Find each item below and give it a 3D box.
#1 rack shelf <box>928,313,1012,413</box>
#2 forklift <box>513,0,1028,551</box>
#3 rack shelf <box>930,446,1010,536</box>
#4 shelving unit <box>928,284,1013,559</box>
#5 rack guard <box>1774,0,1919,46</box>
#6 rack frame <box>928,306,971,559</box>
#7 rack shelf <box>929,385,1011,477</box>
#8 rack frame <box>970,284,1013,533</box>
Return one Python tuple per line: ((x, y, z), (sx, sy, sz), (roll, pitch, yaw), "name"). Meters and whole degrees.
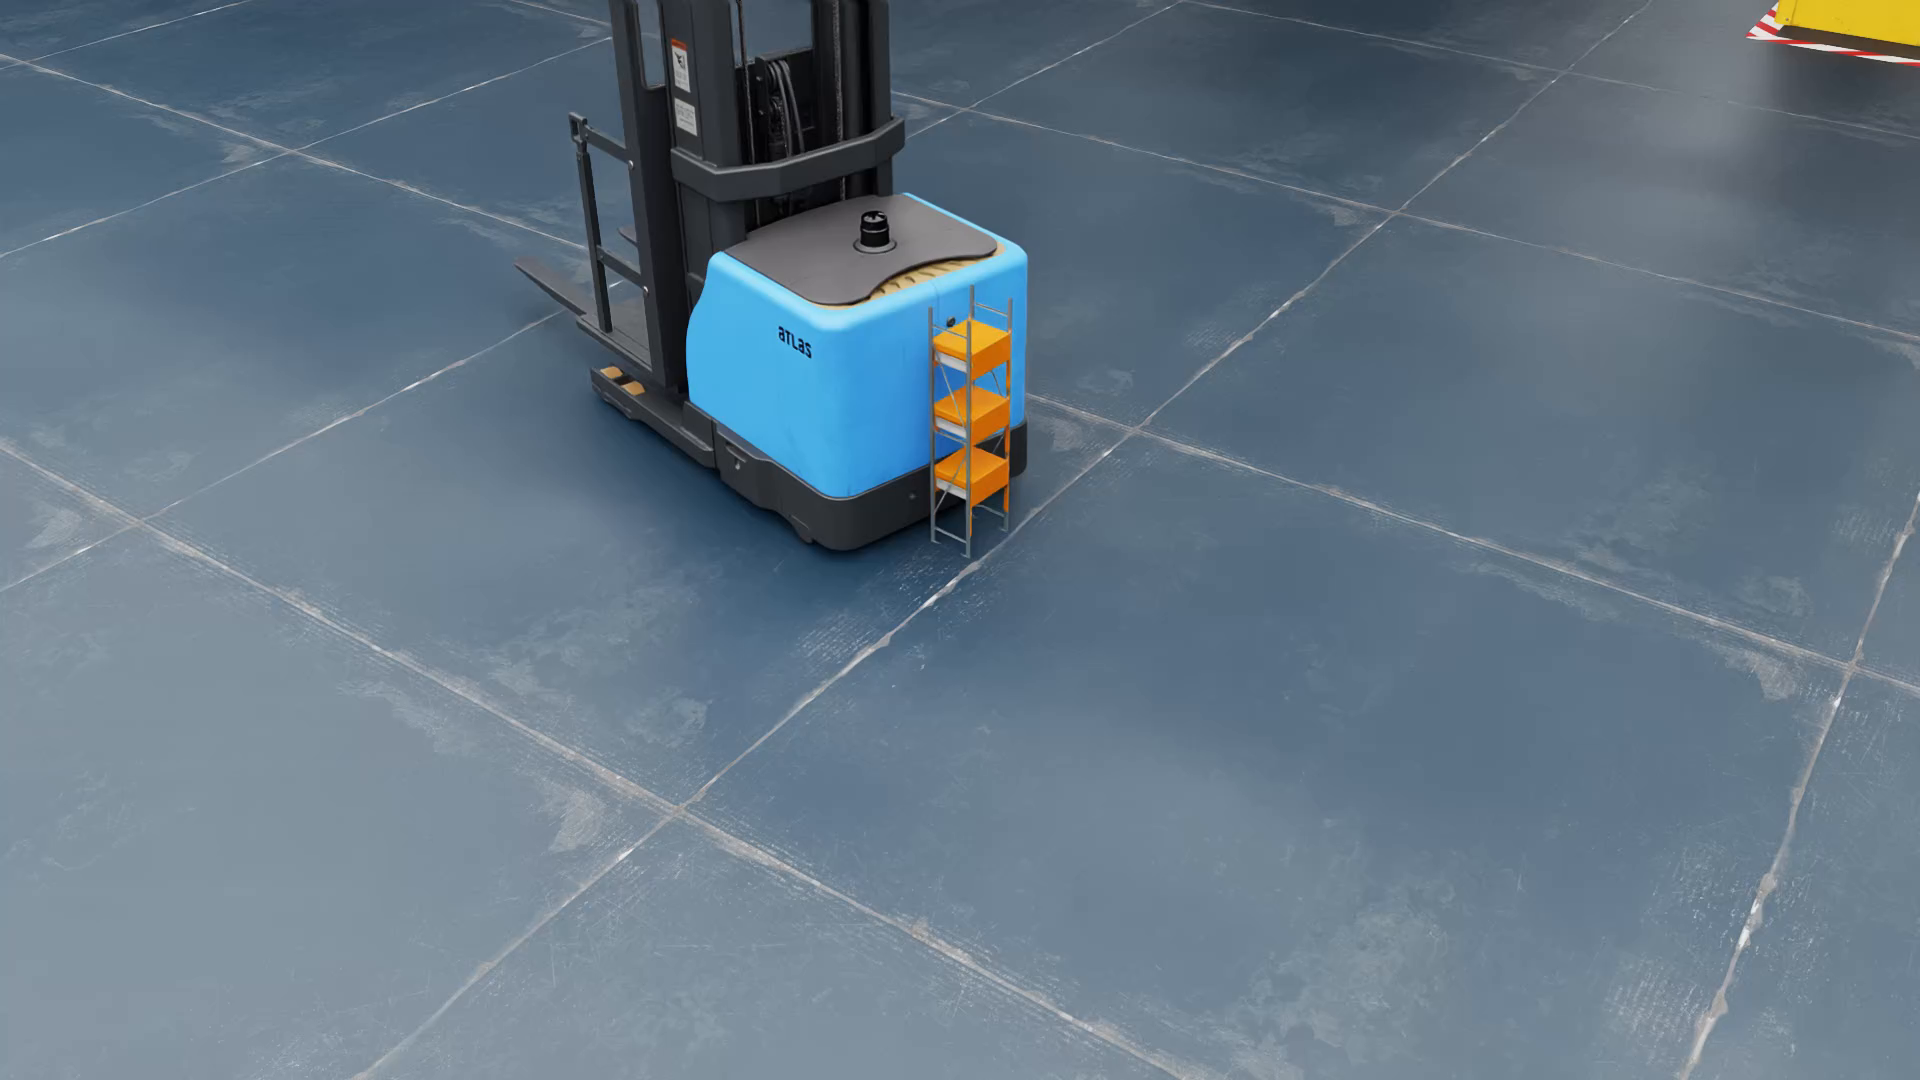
((0.039, -0.674, 6.322), (0.215, 0.259, 0.240), (25, 41, 32), "rack shelf")
((-1.047, -1.926, 6.982), (1.130, 2.935, 3.031), (-25, 41, -32), "forklift")
((0.039, -0.209, 6.636), (0.215, 0.259, 0.240), (25, 41, 32), "rack shelf")
((0.039, -0.448, 6.475), (0.215, 1.050, 0.252), (25, 41, 32), "shelving unit")
((6.684, -3.988, 12.201), (1.175, 0.500, 0.348), (21, 39, 28), "rack guard")
((-0.038, -0.395, 6.397), (0.200, 1.050, 0.008), (25, 41, 32), "rack frame")
((0.039, -0.439, 6.481), (0.215, 0.259, 0.240), (25, 41, 32), "rack shelf")
((0.117, -0.501, 6.553), (0.200, 1.050, 0.008), (25, 41, 32), "rack frame")
